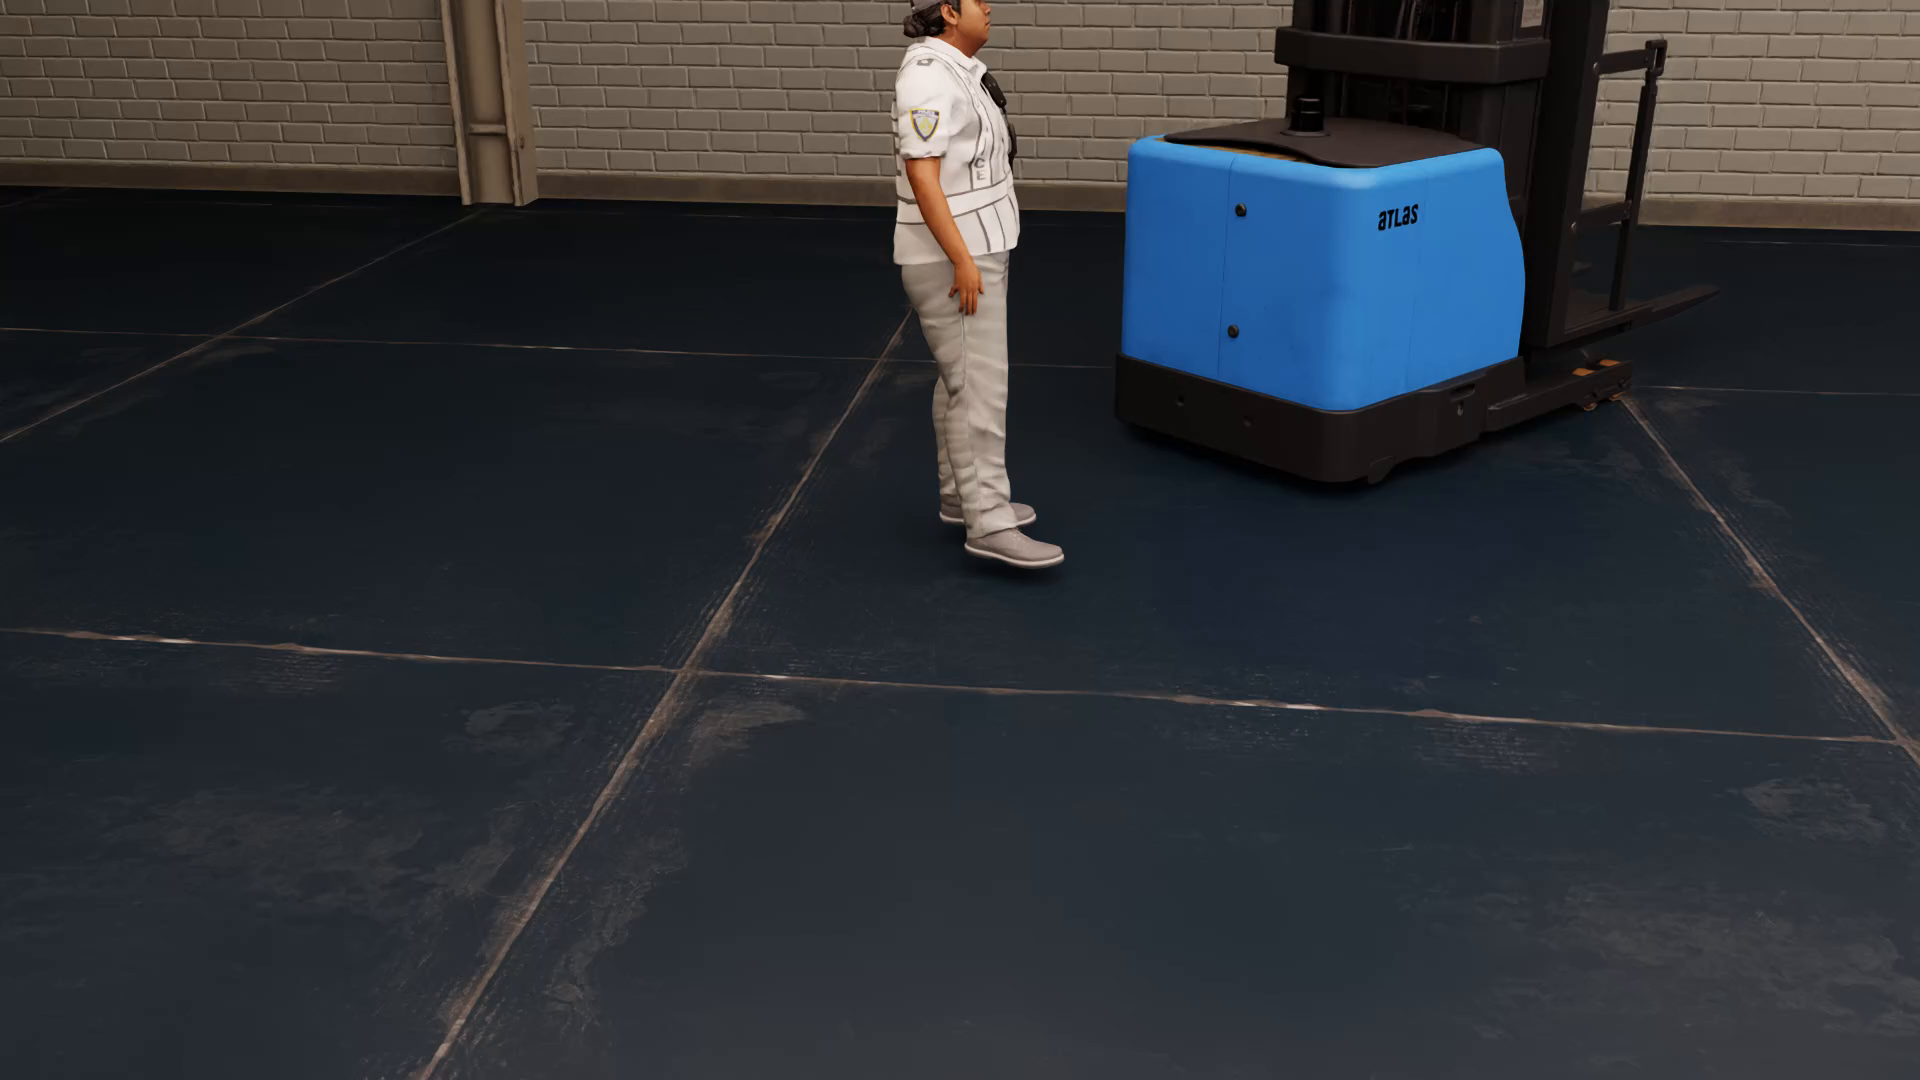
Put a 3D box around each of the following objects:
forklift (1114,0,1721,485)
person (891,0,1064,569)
[{"bbox_3d":[2.007,-1.985,6.183,3.031,2.935,1.130,-18,28,-38],"label":"forklift"},{"bbox_3d":[0.073,-0.805,4.819,0.529,1.669,0.599,3,22,7],"label":"person"}]
